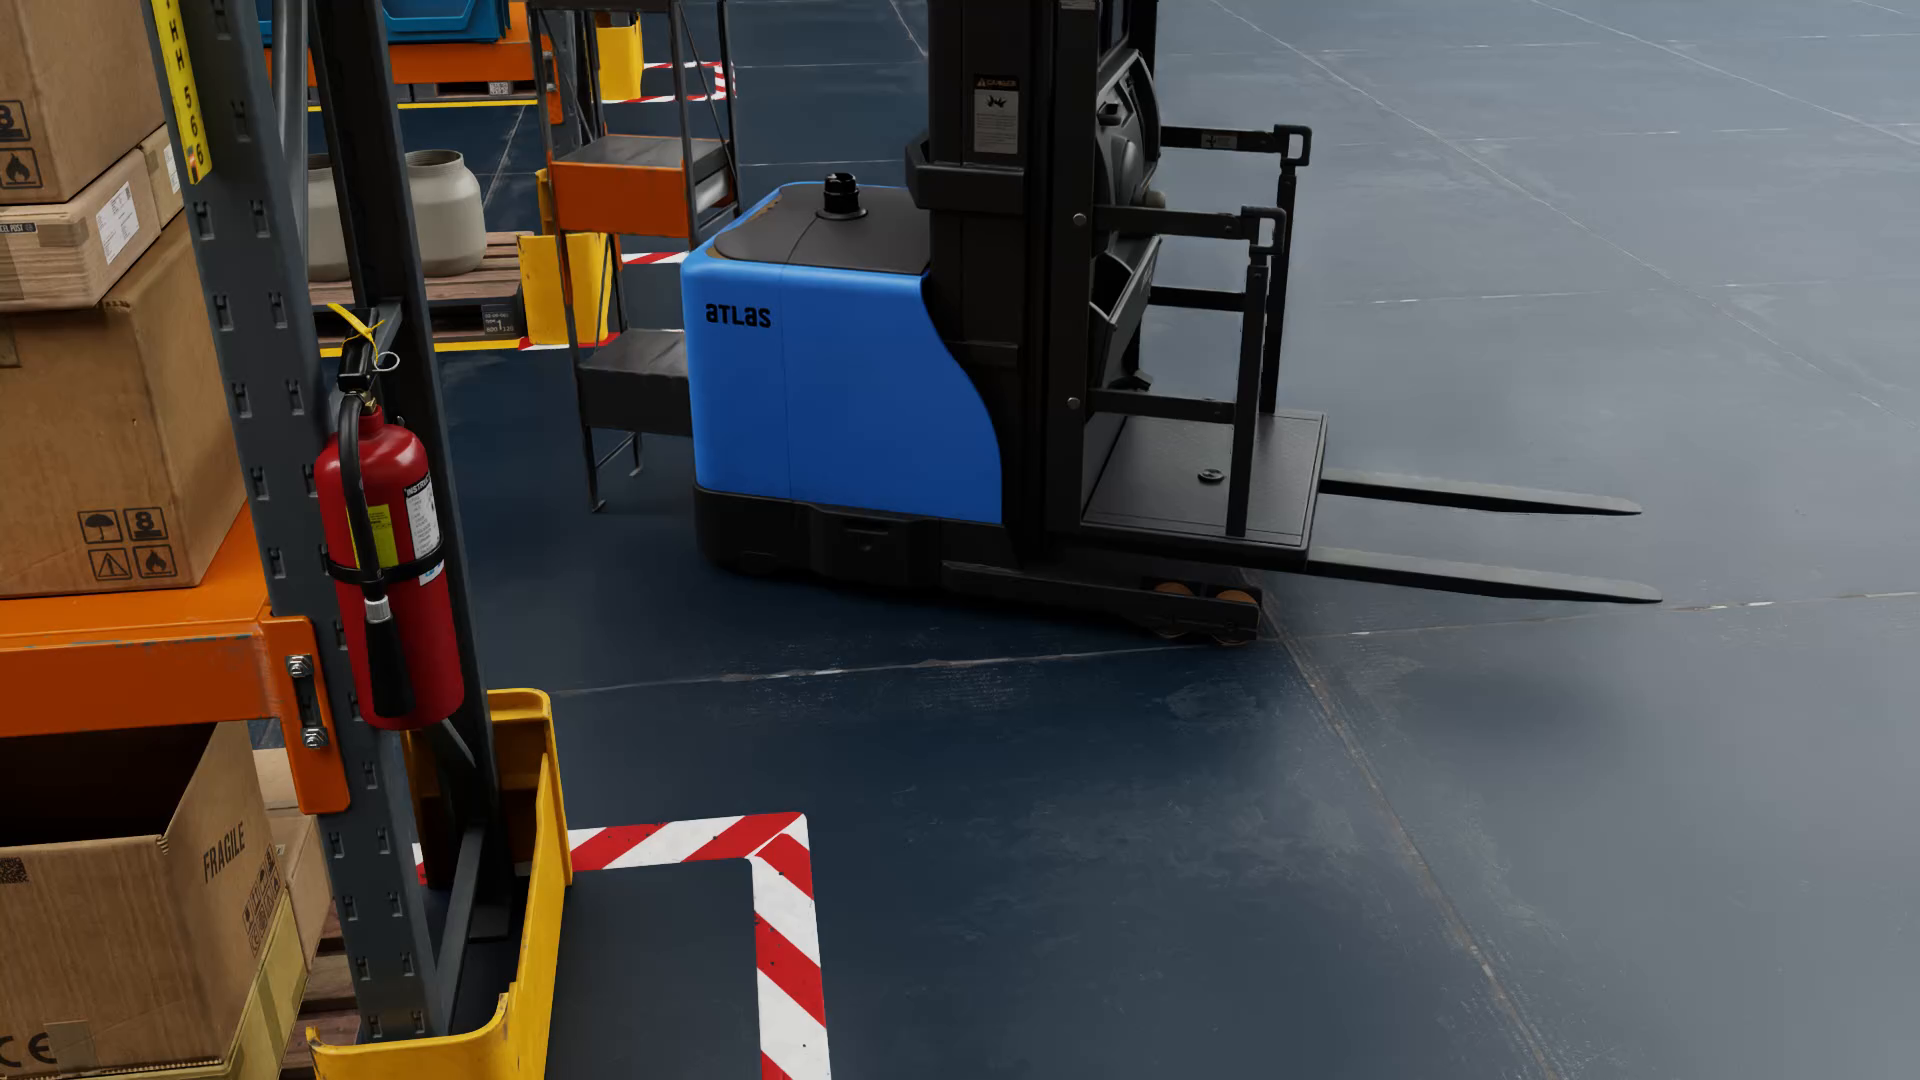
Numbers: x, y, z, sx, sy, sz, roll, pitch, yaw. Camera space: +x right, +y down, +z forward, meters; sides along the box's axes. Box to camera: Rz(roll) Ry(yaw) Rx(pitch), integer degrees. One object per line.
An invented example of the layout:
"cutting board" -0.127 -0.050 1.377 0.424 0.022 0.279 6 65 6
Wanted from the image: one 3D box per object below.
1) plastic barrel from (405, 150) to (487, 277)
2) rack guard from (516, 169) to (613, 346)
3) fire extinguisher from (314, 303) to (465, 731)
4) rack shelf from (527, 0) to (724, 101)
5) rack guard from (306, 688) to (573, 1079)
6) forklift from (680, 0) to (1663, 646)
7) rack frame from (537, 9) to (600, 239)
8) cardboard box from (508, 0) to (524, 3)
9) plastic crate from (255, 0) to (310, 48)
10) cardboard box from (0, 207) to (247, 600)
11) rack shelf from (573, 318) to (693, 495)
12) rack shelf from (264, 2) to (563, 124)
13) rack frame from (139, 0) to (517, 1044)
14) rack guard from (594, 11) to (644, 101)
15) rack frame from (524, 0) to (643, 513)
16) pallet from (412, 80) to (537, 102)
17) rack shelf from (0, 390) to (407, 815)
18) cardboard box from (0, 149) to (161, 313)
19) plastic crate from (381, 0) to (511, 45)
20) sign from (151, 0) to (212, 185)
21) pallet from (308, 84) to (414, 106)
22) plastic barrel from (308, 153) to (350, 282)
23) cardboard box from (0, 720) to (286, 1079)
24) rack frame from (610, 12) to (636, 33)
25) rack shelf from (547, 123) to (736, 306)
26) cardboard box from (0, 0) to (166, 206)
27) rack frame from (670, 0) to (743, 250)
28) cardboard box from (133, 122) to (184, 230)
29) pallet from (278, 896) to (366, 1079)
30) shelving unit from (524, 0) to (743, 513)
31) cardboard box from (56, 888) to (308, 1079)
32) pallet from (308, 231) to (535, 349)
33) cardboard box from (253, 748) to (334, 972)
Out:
"plastic barrel" -2.416 -1.507 7.666 0.421 0.512 0.421 0 27 0
"rack guard" -1.843 -1.365 7.862 0.348 0.500 1.175 -4 27 -7
"fire extinguisher" -0.907 -0.027 2.601 0.183 0.674 0.296 -4 27 -7
"rack shelf" -1.051 -1.705 5.261 0.480 0.518 0.431 6 28 14
"rack guard" -1.065 0.847 3.552 0.348 0.500 1.175 -4 27 -7
"forklift" 0.696 -1.248 4.972 3.031 2.935 1.130 7 28 13
"rack frame" -1.775 -2.503 7.342 0.127 3.000 1.000 -4 27 -7
"cardboard box" -3.086 -3.785 12.118 0.500 0.500 0.500 1 27 2
"plastic crate" -2.873 -2.231 6.975 0.408 0.251 0.499 -4 27 -7
"cardboard box" -1.552 -0.284 2.908 0.500 0.500 0.700 -4 27 -7
"rack shelf" -1.027 -0.457 5.894 0.480 0.518 0.431 6 28 14
"rack shelf" -3.755 -2.056 7.259 4.000 0.370 1.077 -4 27 -7
"rack frame" -1.088 -0.264 2.978 0.127 3.000 1.000 -4 27 -7
"rack guard" -2.540 -3.625 12.267 0.348 0.500 1.175 -4 27 -7
"rack frame" -1.274 -1.120 5.632 0.015 2.100 0.400 6 28 14
"pallet" -3.349 -3.461 12.264 1.213 0.211 1.003 -4 27 -7
"rack shelf" -3.069 0.184 2.894 4.000 0.370 1.077 -4 27 -7
"cardboard box" -1.440 -0.486 2.592 0.250 0.149 0.380 -4 27 -8
"plastic crate" -2.229 -2.270 7.051 0.616 0.251 0.499 -4 27 -7
"sign" -1.027 -0.638 2.180 0.005 0.325 0.100 -4 27 -7
"pallet" -4.555 -3.385 12.116 1.213 0.211 1.003 -4 27 -7
"plastic barrel" -2.912 -1.475 7.604 0.421 0.512 0.421 0 27 0
"cardboard box" -1.578 0.608 3.010 0.500 0.500 0.500 -4 27 -7
"rack frame" -2.465 -4.742 11.706 0.127 3.000 1.000 -4 27 -7
"rack shelf" -1.039 -1.081 5.577 0.480 0.518 0.431 6 28 14
"cardboard box" -1.605 -0.858 2.606 0.500 0.500 0.700 -4 27 -7
"rack frame" -0.804 -1.067 5.510 0.015 2.100 0.400 6 28 14
"cardboard box" -1.507 -0.669 2.948 0.250 0.149 0.380 -4 27 -7
"pallet" -1.840 1.045 3.483 1.213 0.211 1.003 -4 27 -7
"shelving unit" -1.039 -1.093 5.571 0.503 2.100 0.431 6 28 14
"cardboard box" -1.578 0.941 3.183 0.500 0.250 0.500 -4 27 -7
"pallet" -2.649 -1.187 7.832 1.213 0.211 1.003 -4 27 -7
"cardboard box" -1.650 0.707 3.639 0.500 0.250 0.500 -4 27 -7
